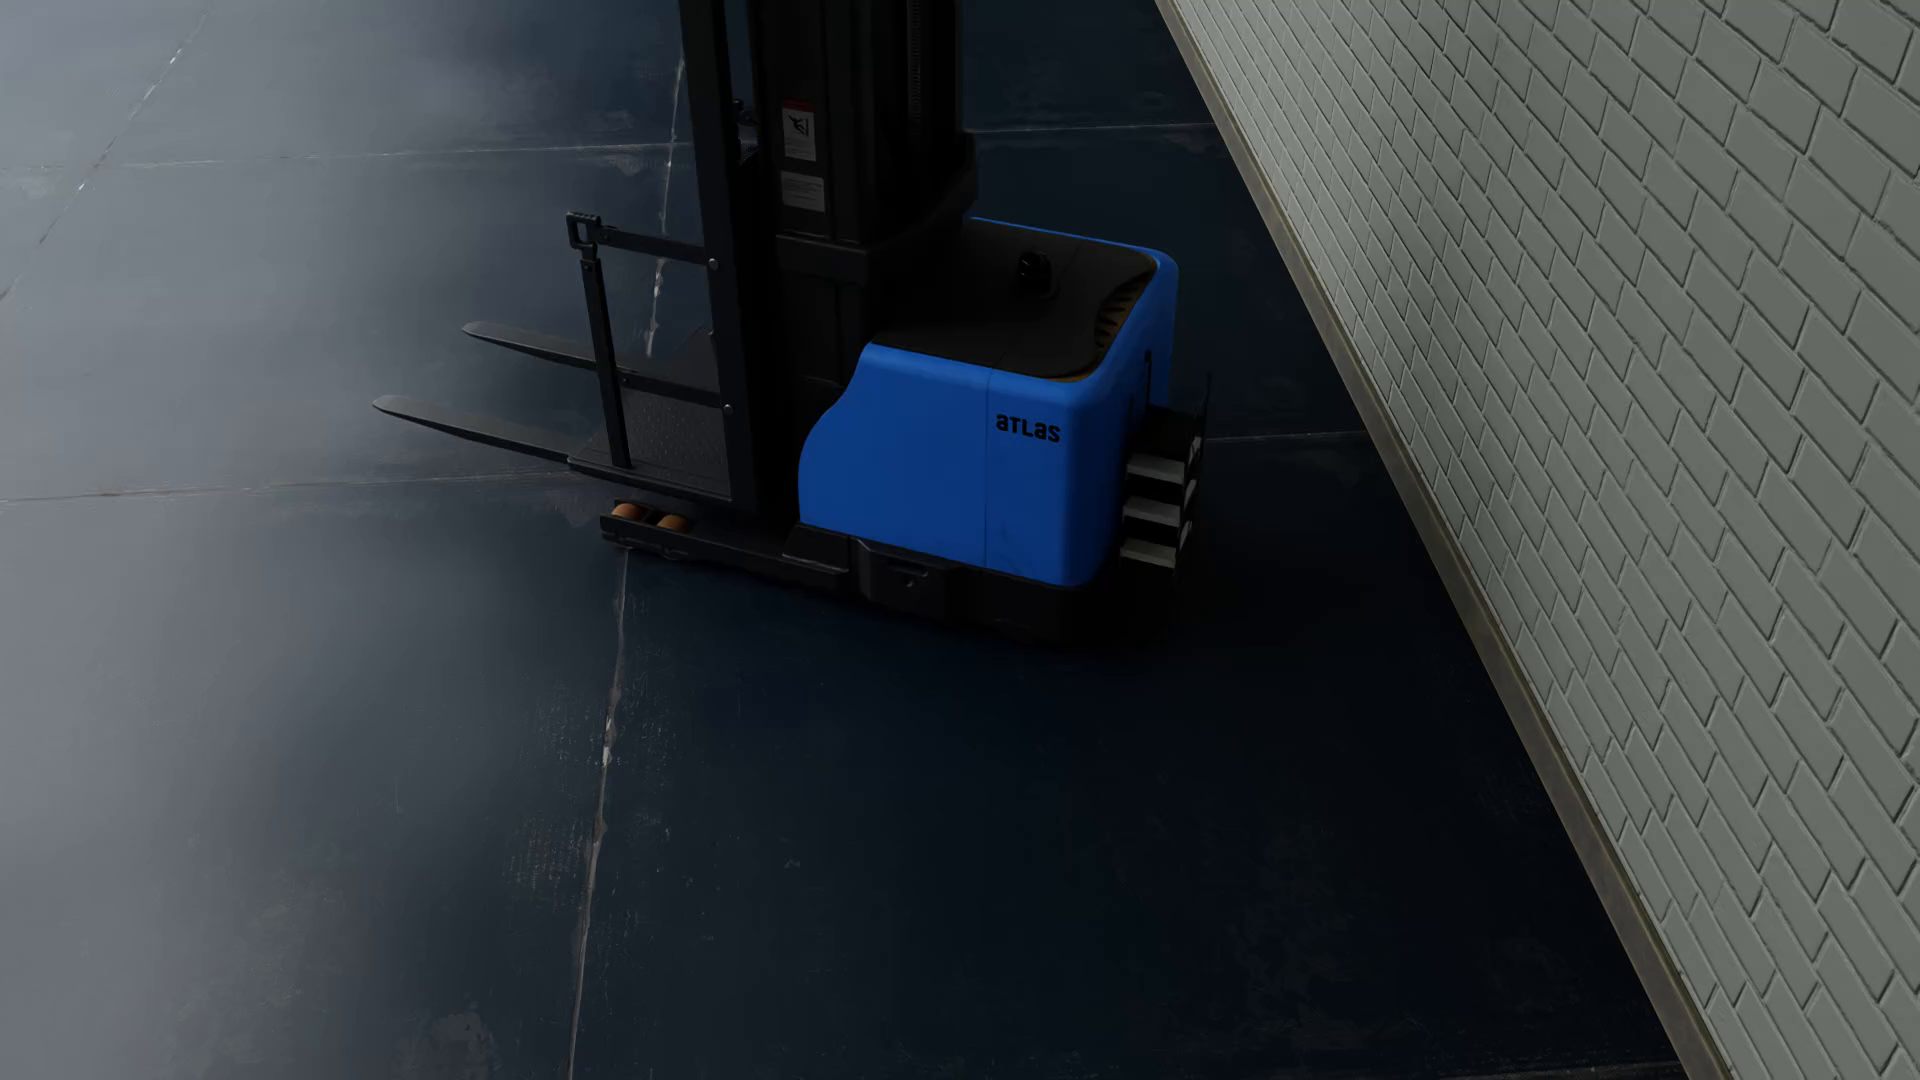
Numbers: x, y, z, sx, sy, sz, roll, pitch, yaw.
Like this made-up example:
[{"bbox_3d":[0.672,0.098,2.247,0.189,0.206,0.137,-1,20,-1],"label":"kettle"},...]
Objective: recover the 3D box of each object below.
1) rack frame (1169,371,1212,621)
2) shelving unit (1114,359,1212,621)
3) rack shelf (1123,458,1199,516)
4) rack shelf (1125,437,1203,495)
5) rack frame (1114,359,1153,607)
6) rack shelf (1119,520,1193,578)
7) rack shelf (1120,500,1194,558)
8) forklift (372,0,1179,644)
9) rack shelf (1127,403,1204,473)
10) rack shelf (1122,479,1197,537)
[{"bbox_3d":[0.788,-0.136,5.696,0.006,0.900,0.240,14,40,17],"label":"rack frame"},{"bbox_3d":[0.693,-0.159,5.725,0.210,0.900,0.258,14,40,17],"label":"shelving unit"},{"bbox_3d":[0.693,-0.204,5.690,0.200,0.077,0.258,14,40,17],"label":"rack shelf"},{"bbox_3d":[0.693,-0.274,5.634,0.200,0.077,0.258,14,40,17],"label":"rack shelf"},{"bbox_3d":[0.599,-0.182,5.754,0.006,0.900,0.240,14,40,17],"label":"rack frame"},{"bbox_3d":[0.693,0.008,5.857,0.200,0.077,0.258,14,40,17],"label":"rack shelf"},{"bbox_3d":[0.693,-0.062,5.802,0.200,0.077,0.258,14,40,17],"label":"rack shelf"},{"bbox_3d":[-0.795,-1.364,5.612,3.031,2.935,1.130,14,40,17],"label":"forklift"},{"bbox_3d":[0.693,-0.345,5.579,0.200,0.077,0.258,14,40,17],"label":"rack shelf"},{"bbox_3d":[0.693,-0.133,5.746,0.200,0.077,0.258,14,40,17],"label":"rack shelf"}]
